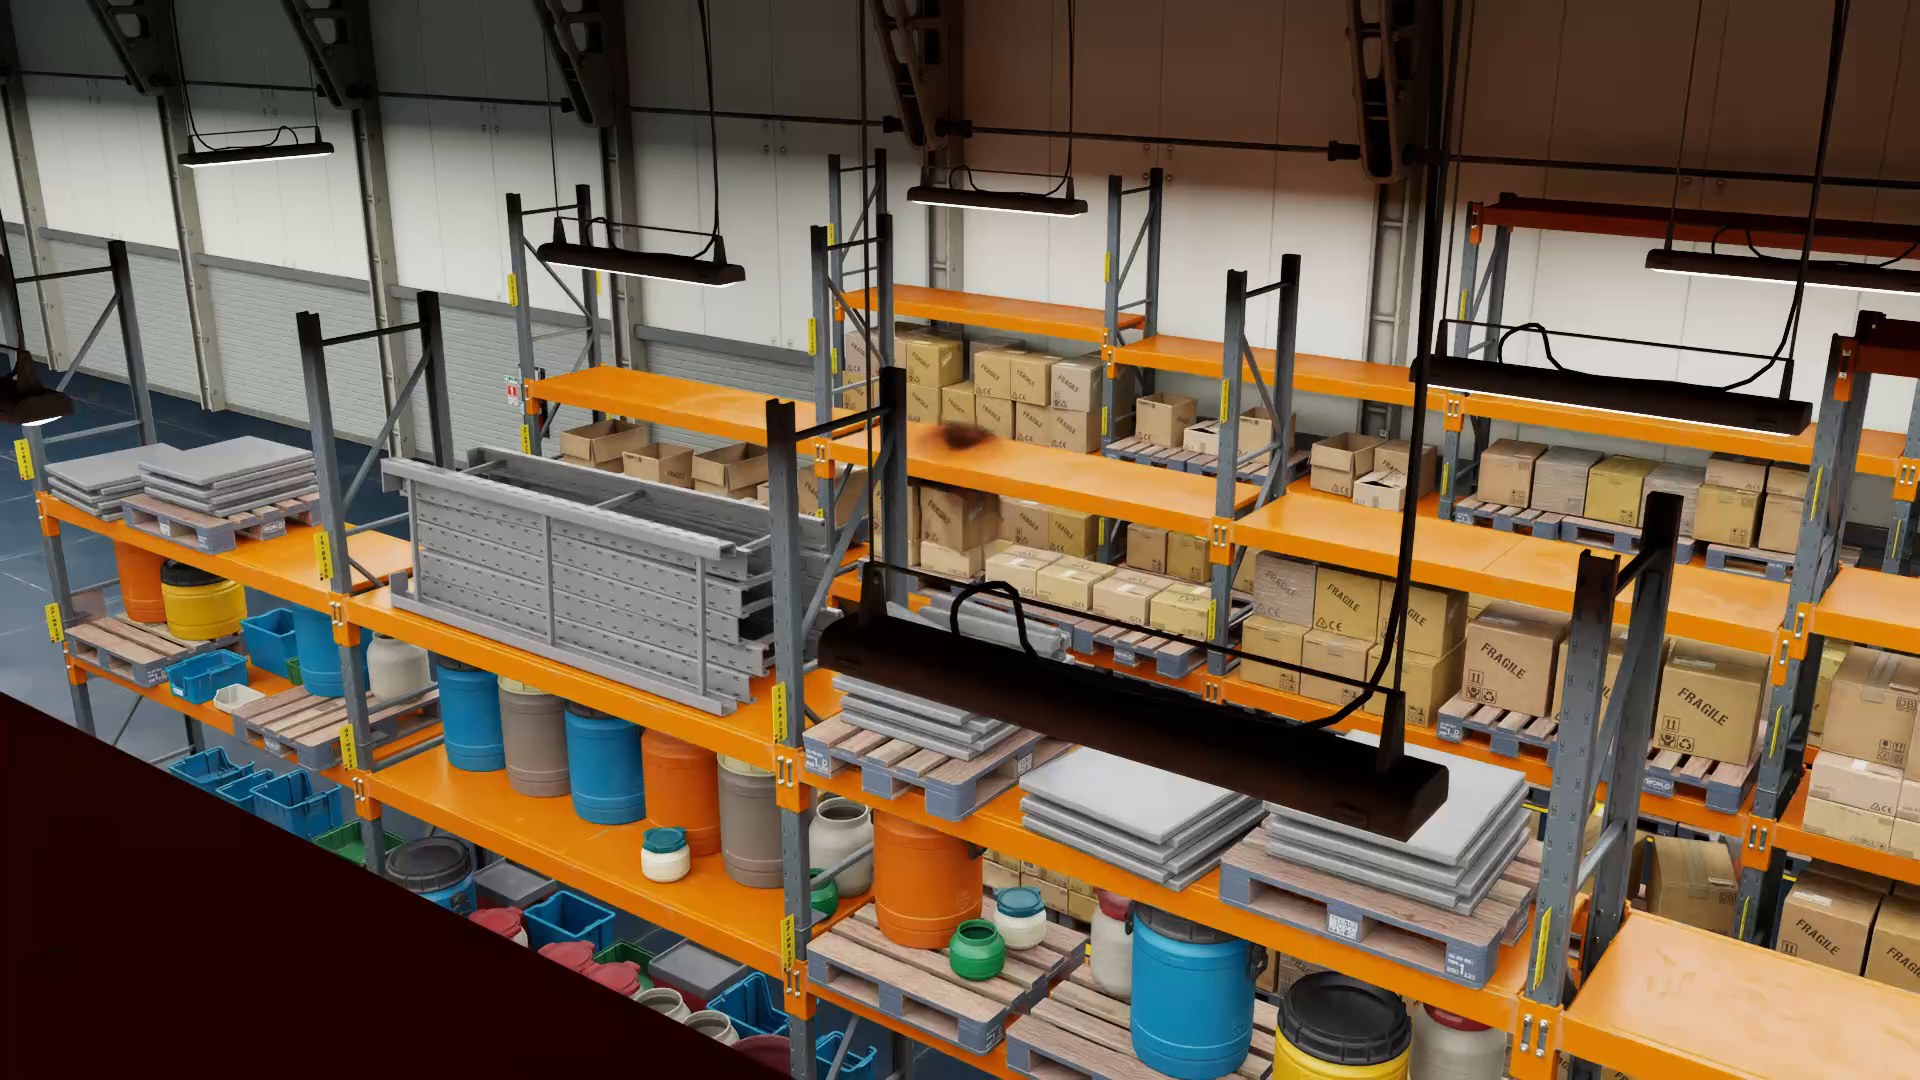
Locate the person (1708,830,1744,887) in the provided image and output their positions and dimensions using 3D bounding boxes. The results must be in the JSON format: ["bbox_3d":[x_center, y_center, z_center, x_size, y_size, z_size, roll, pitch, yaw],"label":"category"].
[{"bbox_3d":[6.352,2.808,13.949,1.029,1.733,0.556,15,24,38],"label":"person"}]

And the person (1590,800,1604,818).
[{"bbox_3d":[5.161,2.790,14.005,0.536,1.784,0.607,-16,24,-39],"label":"person"}]
